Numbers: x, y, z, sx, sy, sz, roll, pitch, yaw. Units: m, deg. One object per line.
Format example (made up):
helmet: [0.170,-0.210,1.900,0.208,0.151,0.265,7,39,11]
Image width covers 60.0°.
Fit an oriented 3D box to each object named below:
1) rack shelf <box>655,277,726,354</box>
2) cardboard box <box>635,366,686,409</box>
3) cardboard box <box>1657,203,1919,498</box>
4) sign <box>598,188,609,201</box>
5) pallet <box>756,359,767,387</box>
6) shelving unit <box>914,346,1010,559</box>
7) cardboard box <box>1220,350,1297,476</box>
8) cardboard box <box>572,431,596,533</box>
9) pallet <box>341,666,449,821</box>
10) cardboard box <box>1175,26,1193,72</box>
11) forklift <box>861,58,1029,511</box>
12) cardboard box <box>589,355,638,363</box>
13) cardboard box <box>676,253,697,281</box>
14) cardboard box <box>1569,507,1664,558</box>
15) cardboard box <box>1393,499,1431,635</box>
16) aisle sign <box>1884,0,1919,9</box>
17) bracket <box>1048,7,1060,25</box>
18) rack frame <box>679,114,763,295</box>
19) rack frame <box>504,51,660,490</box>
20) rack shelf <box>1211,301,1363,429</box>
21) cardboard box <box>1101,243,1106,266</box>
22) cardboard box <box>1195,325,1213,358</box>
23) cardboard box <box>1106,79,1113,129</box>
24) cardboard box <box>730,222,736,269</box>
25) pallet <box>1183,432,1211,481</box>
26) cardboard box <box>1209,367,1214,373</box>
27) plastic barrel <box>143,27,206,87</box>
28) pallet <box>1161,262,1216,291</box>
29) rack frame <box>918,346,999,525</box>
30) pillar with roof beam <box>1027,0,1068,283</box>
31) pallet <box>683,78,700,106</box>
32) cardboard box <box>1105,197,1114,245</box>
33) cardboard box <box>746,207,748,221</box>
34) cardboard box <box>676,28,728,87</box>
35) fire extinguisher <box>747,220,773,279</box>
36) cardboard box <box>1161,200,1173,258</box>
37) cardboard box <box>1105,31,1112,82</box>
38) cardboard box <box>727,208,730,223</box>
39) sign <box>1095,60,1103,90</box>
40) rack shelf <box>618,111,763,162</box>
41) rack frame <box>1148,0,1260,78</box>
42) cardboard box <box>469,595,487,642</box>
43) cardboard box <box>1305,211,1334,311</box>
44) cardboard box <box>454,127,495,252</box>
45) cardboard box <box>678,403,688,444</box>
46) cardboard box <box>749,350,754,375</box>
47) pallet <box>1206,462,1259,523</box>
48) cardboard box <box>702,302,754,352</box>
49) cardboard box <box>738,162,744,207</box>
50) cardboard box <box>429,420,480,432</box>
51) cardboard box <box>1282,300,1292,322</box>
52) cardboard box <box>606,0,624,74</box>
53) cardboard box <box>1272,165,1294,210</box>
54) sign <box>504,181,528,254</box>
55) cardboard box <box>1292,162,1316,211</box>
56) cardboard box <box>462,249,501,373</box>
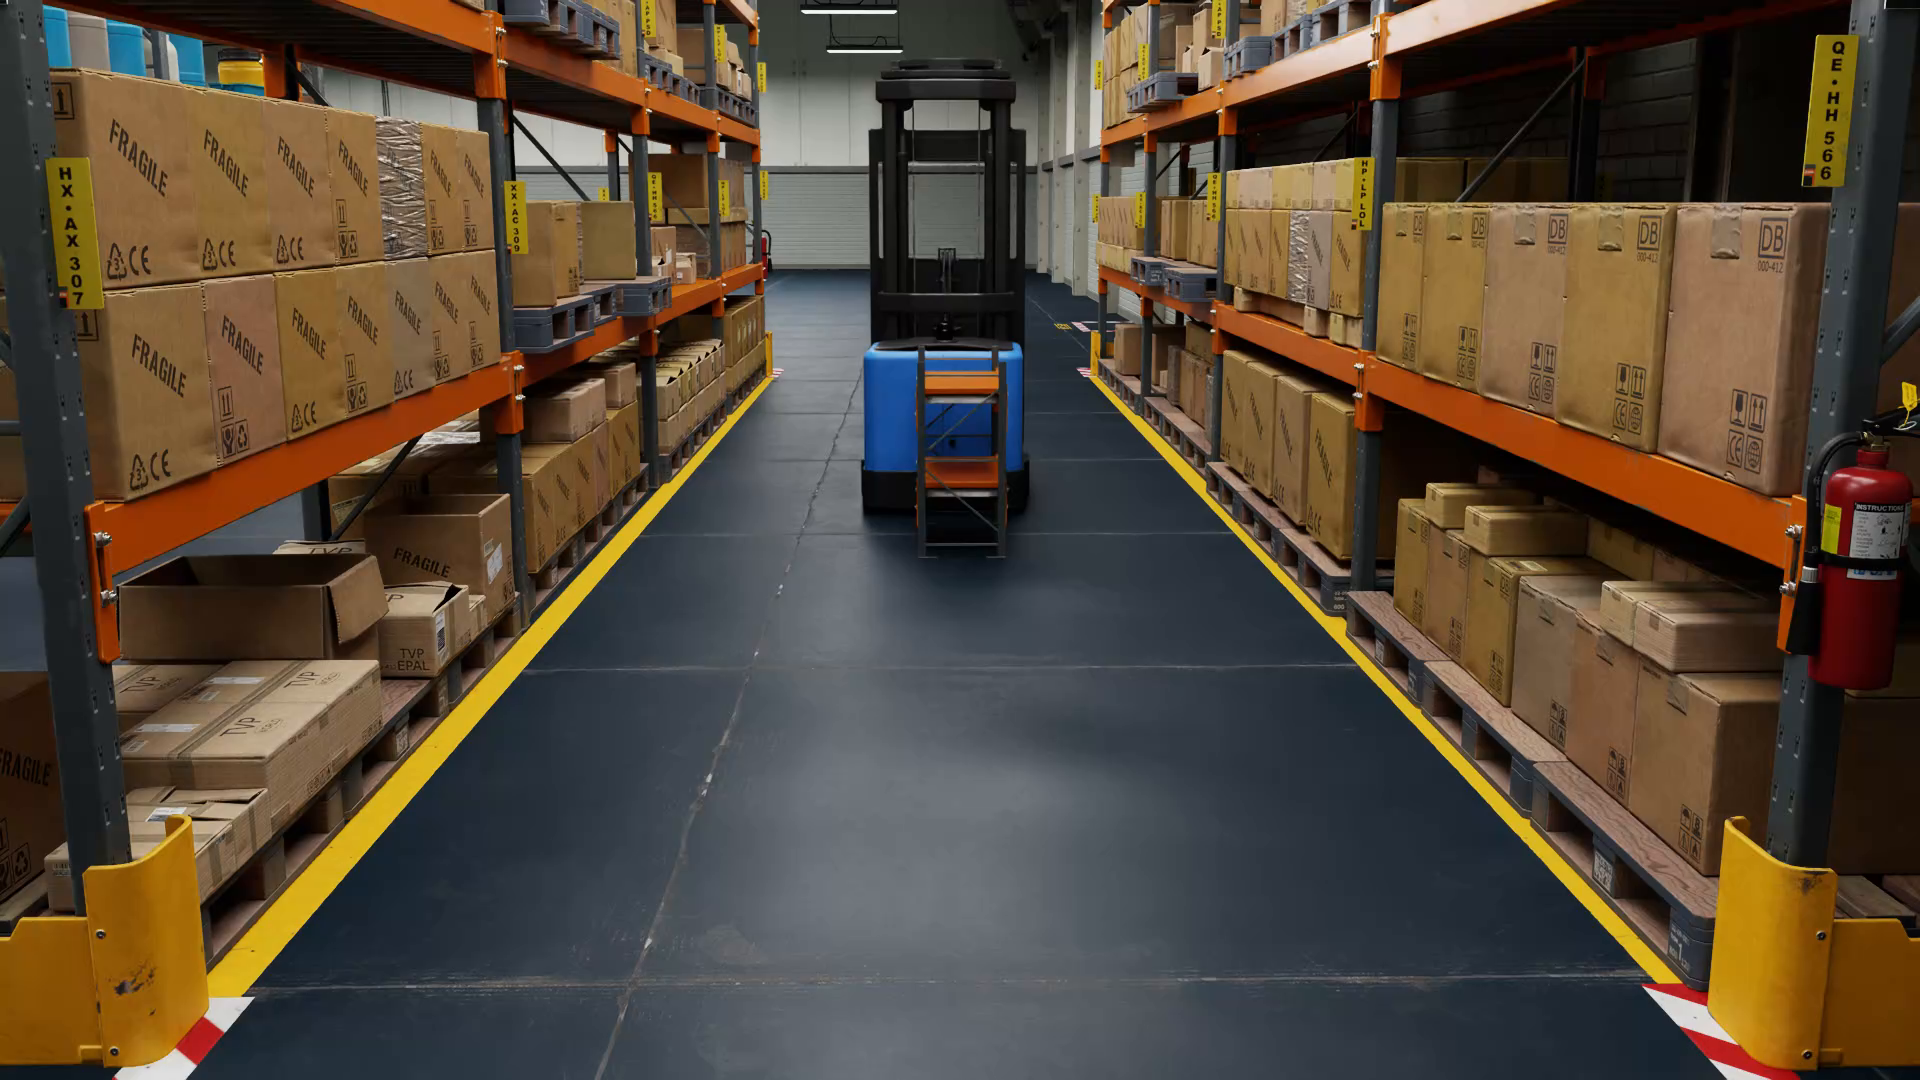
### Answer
rack shelf: [-2.688,-1.878,13.580,1.077,0.370,4.000,0,11,-1]
cardboard box: [-2.383,-1.176,12.758,0.500,0.311,0.500,-1,11,-3]
cardboard box: [2.451,-0.512,4.284,0.980,0.700,0.700,0,11,1]
sign: [-3.284,-3.088,15.362,0.100,0.325,0.005,0,11,-1]
pallet: [-2.754,-1.905,18.916,1.003,0.211,1.213,0,11,-1]
shelving unit: [0.000,-0.550,9.941,0.538,1.125,1.048,0,11,-1]
cardboard box: [2.190,-0.859,11.102,0.750,0.750,0.750,0,11,-2]
cardboard box: [-2.355,-0.331,9.326,0.500,0.500,0.500,0,11,0]
pallet: [-2.523,0.709,6.036,1.003,0.211,1.213,0,11,-1]
cardboard box: [2.155,-4.265,14.685,0.500,0.500,0.500,1,12,7]
forklift: [-0.081,-1.870,11.906,1.130,2.935,3.031,0,11,1]
cardboard box: [-2.937,-1.372,13.728,0.500,0.311,0.500,0,11,0]
cardboard box: [-2.675,-2.457,15.002,0.500,0.250,0.500,0,11,2]
cardboard box: [2.520,-0.031,6.265,0.380,0.149,0.250,0,11,-1]
cardboard box: [2.301,0.110,7.206,0.700,0.500,0.500,0,11,0]
aisle sign: [2.173,-1.522,3.479,0.394,0.787,0.004,0,11,-1]
bracket: [2.231,-12.187,38.446,0.076,0.066,4.783,0,11,-1]
rack frame: [-2.812,-3.423,19.388,1.000,3.000,0.127,0,11,-1]
rack frame: [-2.647,-1.833,11.549,1.000,3.000,0.127,0,11,-1]
rack shelf: [2.347,-1.104,9.765,1.077,0.370,4.000,0,11,-1]
cardboard box: [1.858,-3.179,18.511,0.500,0.250,0.500,-1,11,-3]
cardboard box: [2.282,-1.670,14.040,0.500,0.250,0.500,-1,11,-3]
cardboard box: [1.873,-4.799,18.322,0.500,0.500,0.500,1,11,3]
cardboard box: [-2.795,-3.176,17.919,0.700,0.500,0.500,0,11,-1]
pallet: [2.291,-0.643,12.696,1.003,0.211,1.213,0,11,-1]
cardboard box: [2.344,-1.090,13.069,0.700,0.500,0.500,0,11,-1]
plastic barrel: [-7.595,-4.728,15.959,0.600,0.901,0.708,0,11,-1]
pallet: [2.224,-2.153,13.611,1.003,0.211,1.213,0,11,-1]
rack frame: [-0.010,-0.651,10.439,0.500,1.125,0.032,0,11,-1]
pillar with roof beam: [-1.780,-11.002,41.655,9.100,9.000,0.548,0,11,-1]
pallet: [-2.698,-3.829,14.325,0.805,0.209,1.217,-1,11,-3]
cardboard box: [1.855,-3.451,17.965,0.500,0.500,0.500,-1,11,-3]
cardboard box: [-2.614,-3.715,18.943,0.380,0.149,0.250,0,11,-2]
cardboard box: [-2.476,-4.523,15.603,0.500,0.500,0.500,1,11,4]
fire extinguisher: [-2.350,-3.411,19.520,0.296,0.674,0.183,0,11,-1]
cardboard box: [2.200,-2.812,15.019,0.700,0.500,0.500,0,11,-1]
cardboard box: [1.866,-5.286,18.207,0.500,0.500,0.500,0,11,-2]
cardboard box: [-2.577,-3.357,17.179,0.380,0.149,0.250,0,11,-2]
sign: [1.598,-5.340,19.095,0.100,0.325,0.005,0,11,-1]
rack shelf: [-2.771,-4.143,17.201,1.077,0.370,4.000,0,11,-1]
rack frame: [2.223,-5.589,14.976,1.000,3.000,0.127,0,11,-1]
cardboard box: [-2.201,0.330,6.951,0.380,0.149,0.250,0,11,-1]
cardboard box: [2.107,-1.455,8.639,0.500,0.500,0.500,0,11,-1]
cardboard box: [-2.295,-1.477,7.030,0.500,0.500,0.500,0,11,-1]
cardboard box: [-2.375,-0.896,12.792,0.500,0.250,0.500,-1,11,-3]
cardboard box: [-2.463,-1.878,17.630,0.500,0.250,0.500,0,11,-1]
pallet: [2.247,-0.330,11.156,1.003,0.211,1.213,0,11,-1]
cardboard box: [-2.459,-2.245,17.556,0.500,0.500,0.500,0,11,-1]
cardboard box: [-2.814,-4.004,18.739,0.700,0.500,0.500,0,11,-1]
cardboard box: [-2.885,-0.424,9.786,0.500,0.500,0.500,-1,11,-3]
cardboard box: [2.124,-1.369,9.846,0.380,0.149,0.250,0,11,-1]
cardboard box: [-2.593,-3.164,10.314,0.910,0.500,0.500,0,11,-1]
cardboard box: [2.100,-2.027,9.570,0.500,0.250,0.500,0,11,-2]
sign: [-2.022,-1.466,7.562,0.100,0.325,0.005,0,11,-1]
cardboard box: [2.112,-1.926,9.071,0.500,0.250,0.500,0,11,0]
cardboard box: [-2.297,-0.988,7.135,0.500,0.500,0.500,0,11,0]
